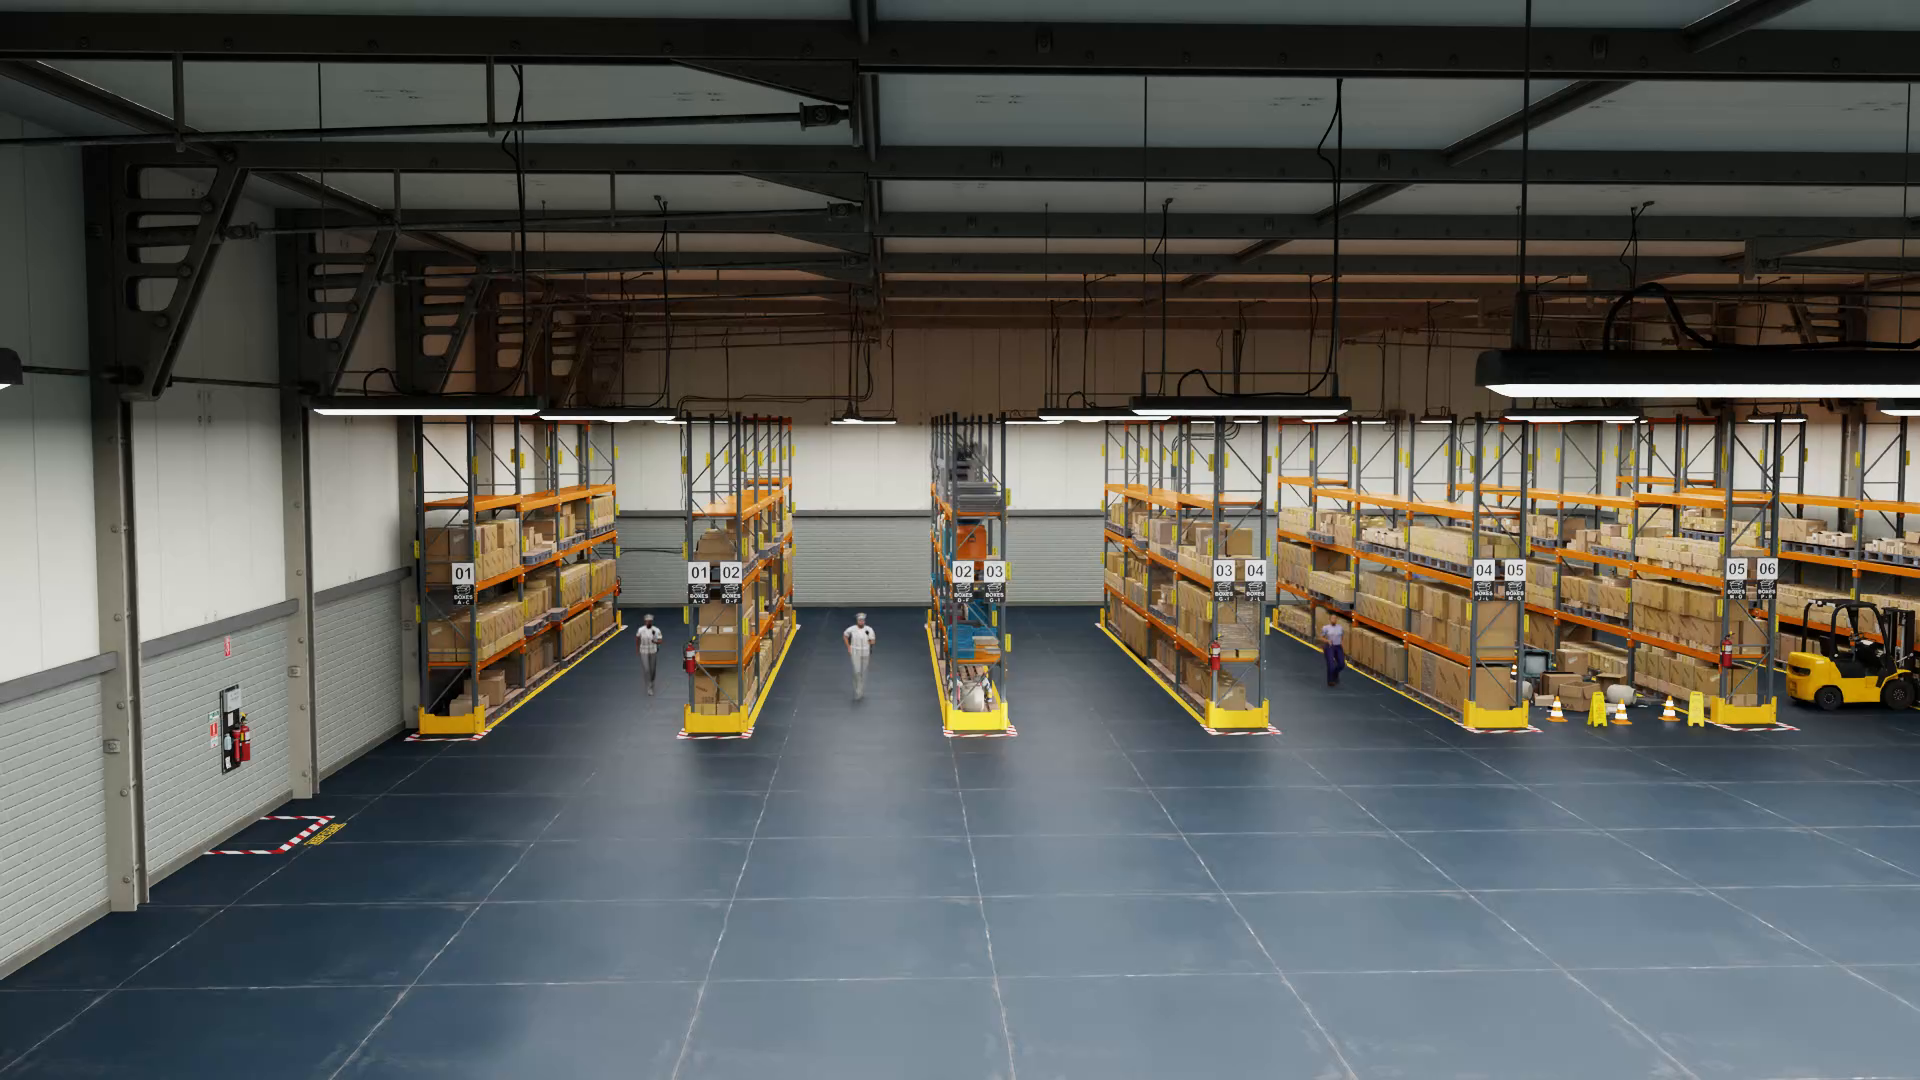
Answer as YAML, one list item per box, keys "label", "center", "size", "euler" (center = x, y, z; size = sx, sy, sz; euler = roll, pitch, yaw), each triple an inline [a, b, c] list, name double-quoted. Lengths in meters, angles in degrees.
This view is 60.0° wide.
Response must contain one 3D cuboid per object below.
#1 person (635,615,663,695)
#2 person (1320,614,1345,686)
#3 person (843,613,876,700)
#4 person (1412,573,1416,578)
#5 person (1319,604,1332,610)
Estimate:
- label: "person"
  center: [-6.666, 2.426, 35.679]
  size: [0.574, 1.679, 0.939]
  euler: [-1, 4, -14]
- label: "person"
  center: [8.245, 2.427, 36.617]
  size: [0.598, 1.601, 0.525]
  euler: [0, 4, -5]
- label: "person"
  center: [-2.101, 2.457, 35.150]
  size: [0.642, 1.854, 0.817]
  euler: [-1, 4, -18]
- label: "person"
  center: [13.295, 1.551, 49.358]
  size: [0.656, 1.721, 0.577]
  euler: [1, 4, 13]
- label: "person"
  center: [10.877, 1.569, 49.230]
  size: [0.627, 1.558, 0.508]
  euler: [-1, 4, -15]
